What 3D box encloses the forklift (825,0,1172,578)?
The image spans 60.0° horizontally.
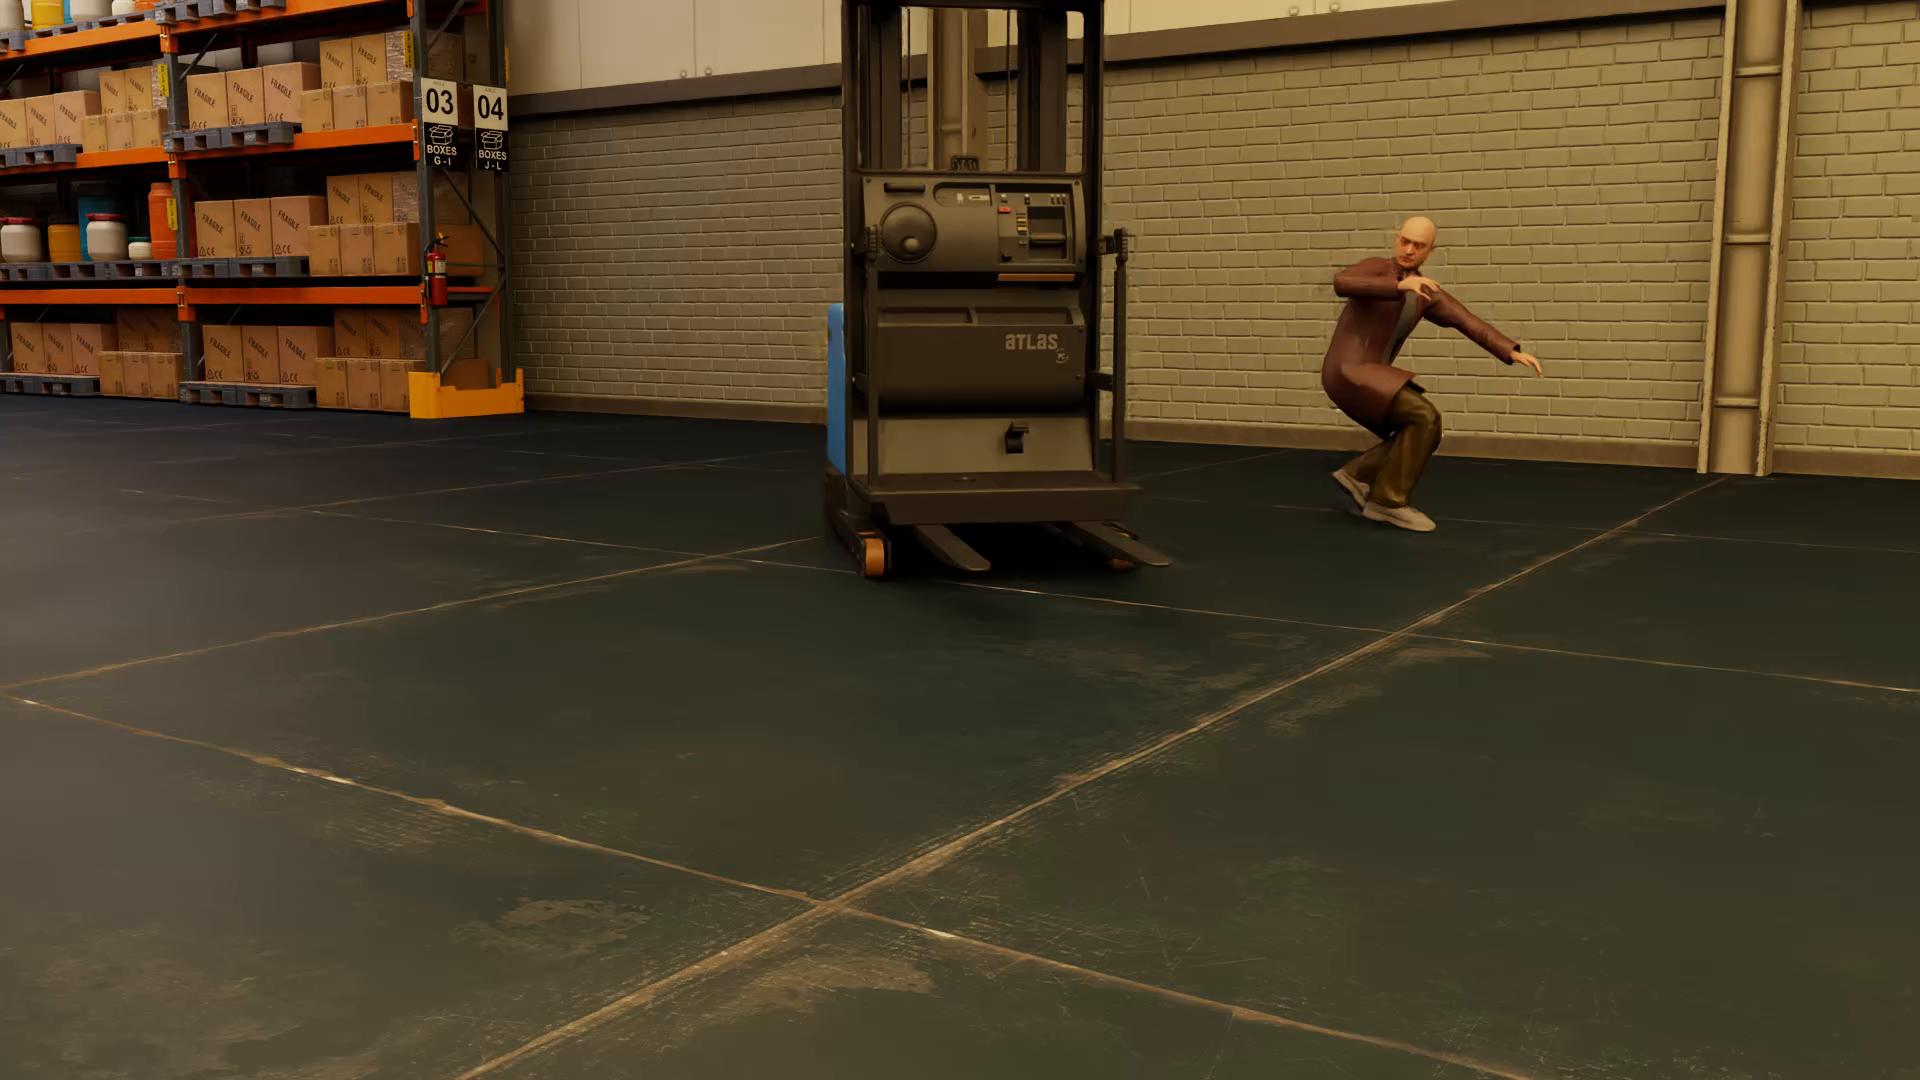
[{"bbox_3d":[0.101,-1.352,6.704,1.130,2.935,3.031,-1,8,-10],"label":"forklift"}]

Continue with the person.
[{"bbox_3d":[2.220,-0.792,7.983,0.991,1.498,0.844,5,10,32],"label":"person"}]
